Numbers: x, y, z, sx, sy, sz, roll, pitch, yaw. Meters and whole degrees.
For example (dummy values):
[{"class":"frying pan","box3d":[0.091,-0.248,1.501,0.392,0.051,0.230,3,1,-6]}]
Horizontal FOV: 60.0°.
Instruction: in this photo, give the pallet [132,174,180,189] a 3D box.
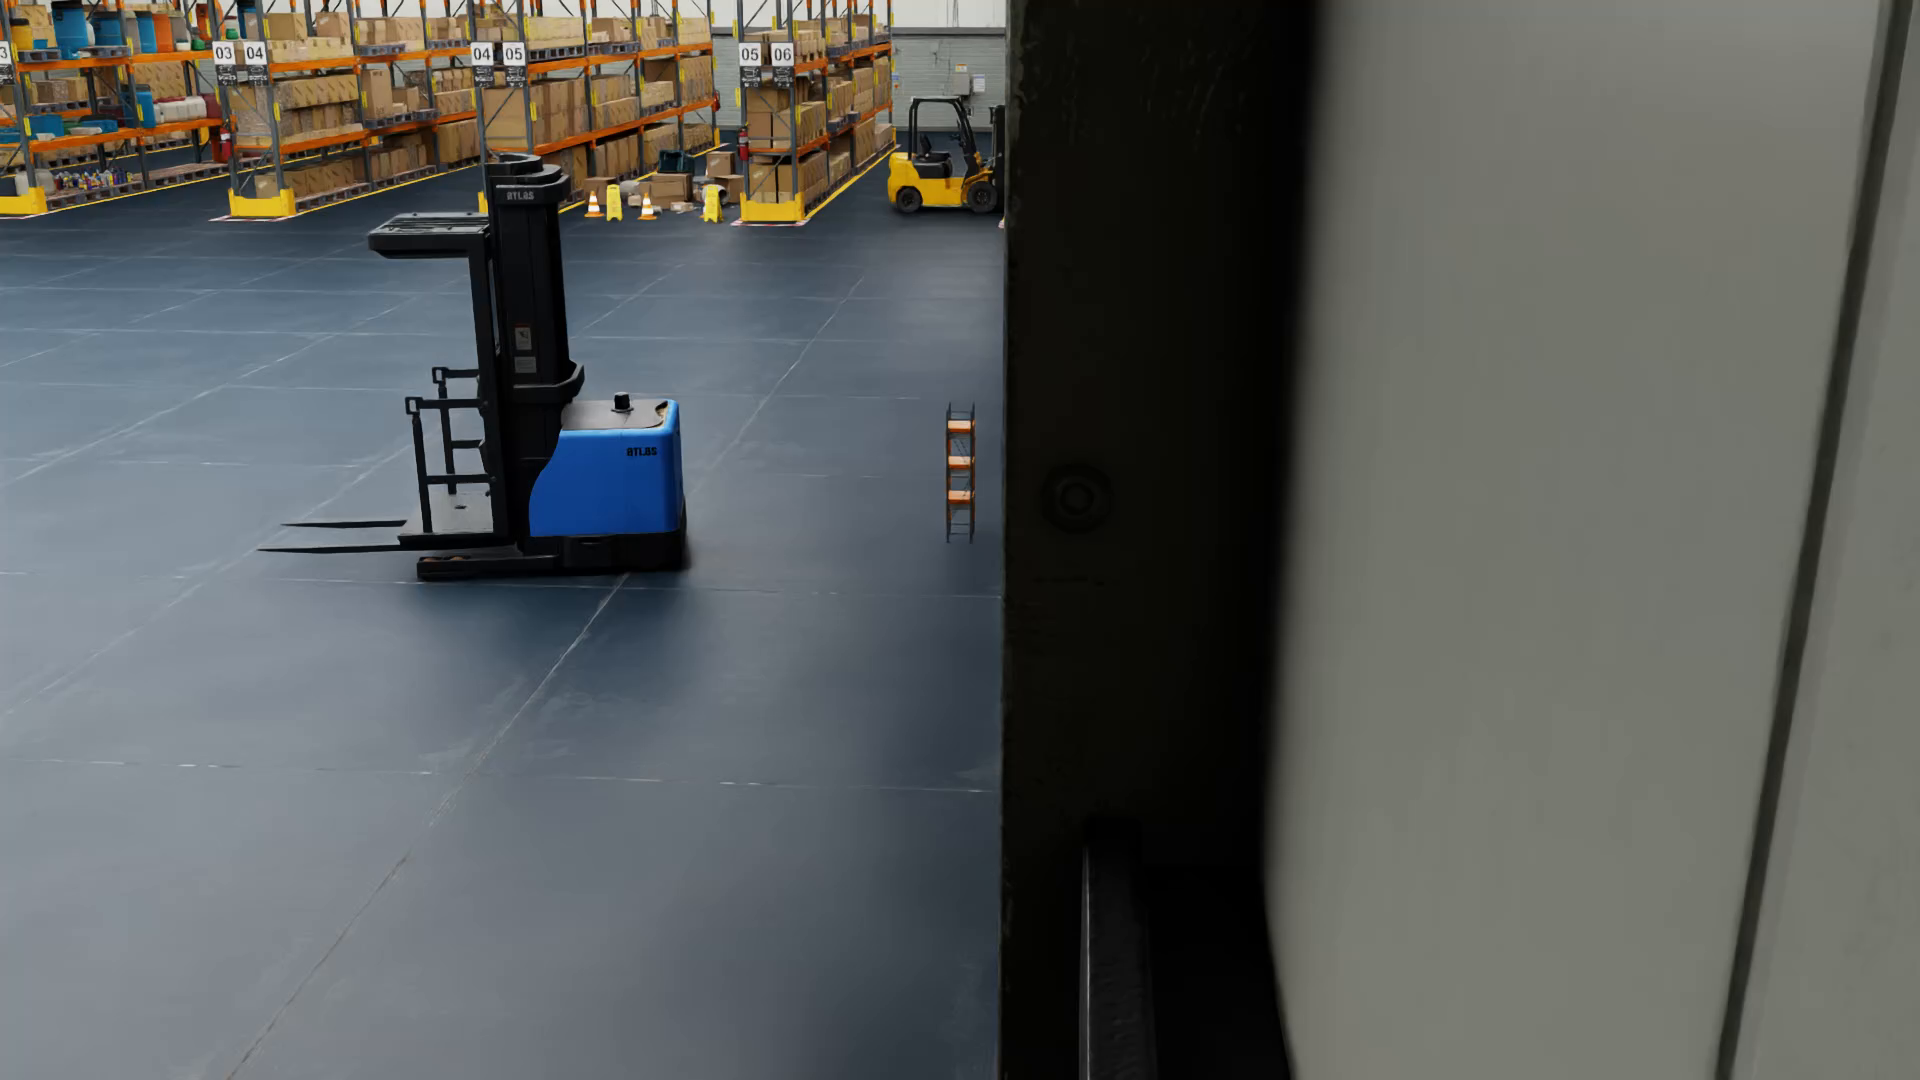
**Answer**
[{"class":"pallet","box3d":[-18.055,-7.939,36.812,1.003,0.211,1.213,1,18,4]}]

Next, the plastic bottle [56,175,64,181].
[{"class":"plastic bottle","box3d":[-18.609,-7.393,34.334,0.152,0.276,0.135,1,18,2]}]

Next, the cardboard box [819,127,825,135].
[{"class":"cardboard box","box3d":[-2.977,-8.384,34.095,0.380,0.149,0.250,2,18,5]}]

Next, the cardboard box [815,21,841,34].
[{"class":"cardboard box","box3d":[-2.780,-10.806,35.031,0.500,0.250,0.500,1,18,3]}]

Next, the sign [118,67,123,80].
[{"class":"sign","box3d":[-21.885,-12.155,43.340,0.100,0.325,0.005,1,18,4]}]

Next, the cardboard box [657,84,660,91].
[{"class":"cardboard box","box3d":[-7.547,-11.080,40.695,0.380,0.149,0.250,0,18,1]}]

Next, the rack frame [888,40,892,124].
[{"class":"rack frame","box3d":[-2.387,-12.414,45.993,1.000,3.000,0.127,1,18,4]}]

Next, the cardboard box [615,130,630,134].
[{"class":"cardboard box","box3d":[-8.118,-9.595,39.524,0.500,0.250,0.500,1,18,3]}]

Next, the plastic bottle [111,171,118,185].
[{"class":"plastic bottle","box3d":[-17.815,-7.620,35.016,0.061,0.283,0.133,3,18,8]}]

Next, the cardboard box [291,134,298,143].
[{"class":"cardboard box","box3d":[-13.091,-7.785,32.267,0.380,0.149,0.250,1,18,4]}]

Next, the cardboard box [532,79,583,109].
[{"class":"cardboard box","box3d":[-8.176,-9.064,33.792,0.875,0.550,0.550,1,18,4]}]

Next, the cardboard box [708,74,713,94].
[{"class":"cardboard box","box3d":[-7.107,-12.537,45.729,0.500,0.500,0.500,2,18,5]}]

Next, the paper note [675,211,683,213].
[{"class":"paper note","box3d":[-5.452,-6.372,32.321,0.148,0.019,0.142,-5,19,-15]}]

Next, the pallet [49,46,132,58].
[{"class":"pallet","box3d":[-18.026,-10.129,34.503,1.213,0.211,1.003,1,18,4]}]

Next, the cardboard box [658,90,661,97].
[{"class":"cardboard box","box3d":[-7.541,-10.935,40.730,0.380,0.149,0.250,1,18,4]}]

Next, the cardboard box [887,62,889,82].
[{"class":"cardboard box","box3d":[-2.192,-12.619,44.851,0.500,0.500,0.500,1,18,4]}]

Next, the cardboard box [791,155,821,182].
[{"class":"cardboard box","box3d":[-3.092,-7.430,33.319,0.500,0.500,0.500,2,18,7]}]

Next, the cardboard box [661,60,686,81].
[{"class":"cardboard box","box3d":[-7.343,-12.050,42.636,0.500,0.500,0.500,2,18,5]}]

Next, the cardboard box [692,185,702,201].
[{"class":"cardboard box","box3d":[-5.447,-7.183,34.418,0.258,0.266,0.396,-13,22,-34]}]

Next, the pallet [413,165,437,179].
[{"class":"pallet","box3d":[-12.903,-8.583,38.779,1.003,0.211,1.213,1,18,4]}]

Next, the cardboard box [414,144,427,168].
[{"class":"cardboard box","box3d":[-12.873,-8.964,38.769,0.700,0.500,0.500,0,18,1]}]

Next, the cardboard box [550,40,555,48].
[{"class":"cardboard box","box3d":[-8.044,-9.569,32.059,0.380,0.149,0.250,1,18,4]}]

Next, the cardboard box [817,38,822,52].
[{"class":"cardboard box","box3d":[-3.046,-9.883,33.213,0.500,0.250,0.500,1,18,3]}]

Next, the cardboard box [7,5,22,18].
[{"class":"cardboard box","box3d":[-22.688,-12.457,39.538,0.500,0.500,0.500,1,18,4]}]

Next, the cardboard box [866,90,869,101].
[{"class":"cardboard box","box3d":[-2.523,-10.880,40.747,0.500,0.250,0.500,2,18,5]}]

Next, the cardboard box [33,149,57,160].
[{"class":"cardboard box","box3d":[-22.408,-9.529,40.496,0.500,0.500,0.500,2,18,6]}]

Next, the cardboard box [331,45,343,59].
[{"class":"cardboard box","box3d":[-12.952,-9.953,33.906,0.500,0.250,0.500,2,18,5]}]

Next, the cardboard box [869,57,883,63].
[{"class":"cardboard box","box3d":[-2.250,-12.732,44.153,0.380,0.149,0.250,2,18,5]}]

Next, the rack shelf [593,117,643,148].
[{"class":"rack shelf","box3d":[-8.049,-9.046,36.868,1.077,0.370,4.000,1,18,4]}]

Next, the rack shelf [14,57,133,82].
[{"class":"rack shelf","box3d":[-18.216,-9.482,33.380,1.077,0.370,4.000,1,18,4]}]

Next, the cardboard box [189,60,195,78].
[{"class":"cardboard box","box3d":[-21.910,-13.236,46.734,0.500,0.500,0.500,1,18,3]}]

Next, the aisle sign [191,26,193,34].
[{"class":"aisle sign","box3d":[-21.842,-14.108,46.985,0.394,0.787,0.004,1,18,4]}]

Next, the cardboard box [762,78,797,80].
[{"class":"cardboard box","box3d":[-3.617,-8.906,33.042,0.700,0.500,0.500,1,18,3]}]

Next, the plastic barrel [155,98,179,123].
[{"class":"plastic barrel","box3d":[-17.732,-9.604,37.197,0.433,0.535,0.433,0,18,0]}]

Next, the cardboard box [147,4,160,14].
[{"class":"cardboard box","box3d":[-22.222,-14.335,45.270,0.700,0.500,0.500,1,18,4]}]

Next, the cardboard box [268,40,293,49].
[{"class":"cardboard box","box3d":[-13.067,-9.533,31.982,0.380,0.149,0.250,2,18,6]}]

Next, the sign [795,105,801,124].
[{"class":"sign","box3d":[-2.993,-7.844,30.655,0.100,0.325,0.005,1,18,4]}]

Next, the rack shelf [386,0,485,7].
[{"class":"rack shelf","box3d":[-12.702,-13.091,40.221,1.077,0.370,4.000,1,18,4]}]

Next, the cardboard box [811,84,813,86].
[{"class":"cardboard box","box3d":[-3.329,-9.701,36.400,0.500,0.500,0.500,1,18,2]}]

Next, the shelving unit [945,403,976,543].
[{"class":"shelving unit","box3d":[0.004,-0.516,12.810,0.215,1.050,0.252,1,18,4]}]

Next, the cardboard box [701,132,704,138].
[{"class":"cardboard box","box3d":[-7.145,-10.987,45.062,0.380,0.149,0.250,2,18,5]}]

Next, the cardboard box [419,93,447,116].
[{"class":"cardboard box","box3d":[-12.539,-10.343,39.512,0.500,0.500,0.500,2,18,6]}]

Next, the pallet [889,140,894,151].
[{"class":"pallet","box3d":[-2.366,-10.839,45.664,1.003,0.211,1.213,1,18,4]}]

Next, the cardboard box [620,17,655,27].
[{"class":"cardboard box","box3d":[-7.860,-12.448,40.439,0.797,0.503,0.637,1,18,3]}]

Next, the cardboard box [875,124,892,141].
[{"class":"cardboard box","box3d":[-2.335,-11.189,45.694,0.875,0.438,0.875,1,18,2]}]

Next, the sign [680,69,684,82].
[{"class":"sign","box3d":[-7.065,-11.790,42.228,0.100,0.325,0.005,1,18,4]}]

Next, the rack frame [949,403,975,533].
[{"class":"rack frame","box3d":[0.013,-0.553,12.926,0.200,1.050,0.008,1,18,4]}]

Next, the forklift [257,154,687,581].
[{"class":"forklift","box3d":[-3.608,-1.268,12.085,3.031,2.935,1.130,-2,18,-6]}]

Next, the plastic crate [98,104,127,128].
[{"class":"plastic crate","box3d":[-18.343,-9.207,36.101,0.402,0.464,0.583,1,18,4]}]

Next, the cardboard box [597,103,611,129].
[{"class":"cardboard box","box3d":[-7.850,-9.128,35.803,0.500,0.500,0.500,1,18,4]}]

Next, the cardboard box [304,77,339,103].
[{"class":"cardboard box","box3d":[-12.961,-9.116,33.683,0.500,0.500,0.500,1,18,4]}]
